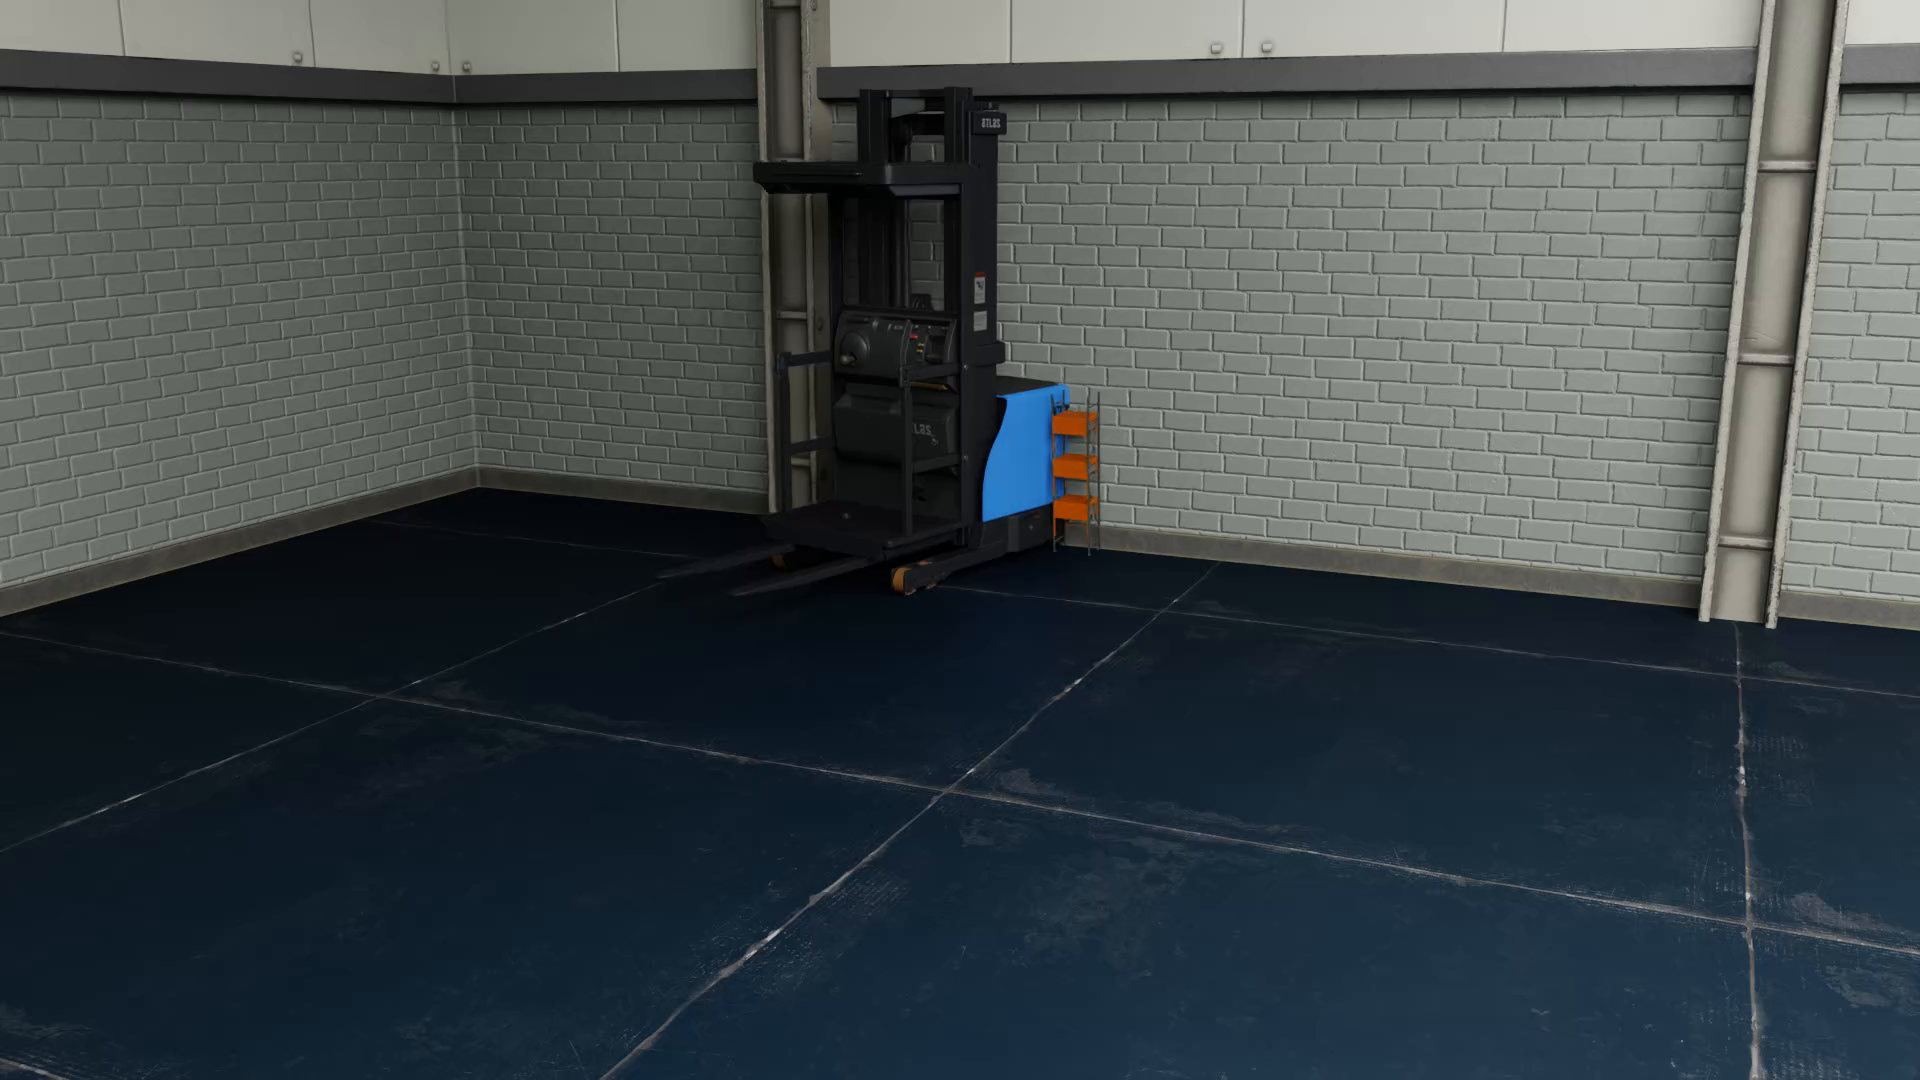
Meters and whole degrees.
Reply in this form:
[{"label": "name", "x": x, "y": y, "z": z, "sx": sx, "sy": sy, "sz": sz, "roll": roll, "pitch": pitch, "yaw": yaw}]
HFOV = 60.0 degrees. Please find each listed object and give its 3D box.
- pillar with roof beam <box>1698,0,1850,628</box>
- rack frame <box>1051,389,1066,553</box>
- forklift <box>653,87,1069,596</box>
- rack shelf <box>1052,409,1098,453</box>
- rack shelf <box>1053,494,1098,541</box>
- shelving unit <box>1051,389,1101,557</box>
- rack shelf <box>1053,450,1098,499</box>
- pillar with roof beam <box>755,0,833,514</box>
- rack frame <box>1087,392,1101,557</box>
[{"label": "pillar with roof beam", "x": 2.639, "y": -3.044, "z": 4.527, "sx": 0.400, "sy": 9.000, "sz": 9.100, "roll": 6, "pitch": 14, "yaw": 23}, {"label": "rack frame", "x": 0.645, "y": -0.448, "z": 10.838, "sx": 0.008, "sy": 1.050, "sz": 0.200, "roll": 7, "pitch": 18, "yaw": 26}, {"label": "forklift", "x": -0.532, "y": -1.229, "z": 10.075, "sx": 1.130, "sy": 2.935, "sz": 3.031, "roll": 10, "pitch": 17, "yaw": 37}, {"label": "rack shelf", "x": 0.746, "y": -0.697, "z": 10.707, "sx": 0.240, "sy": 0.259, "sz": 0.215, "roll": 7, "pitch": 18, "yaw": 26}, {"label": "rack shelf", "x": 0.763, "y": -0.159, "z": 10.865, "sx": 0.240, "sy": 0.259, "sz": 0.215, "roll": 7, "pitch": 18, "yaw": 26}, {"label": "shelving unit", "x": 0.754, "y": -0.435, "z": 10.784, "sx": 0.252, "sy": 1.050, "sz": 0.215, "roll": 7, "pitch": 18, "yaw": 26}, {"label": "rack shelf", "x": 0.755, "y": -0.425, "z": 10.787, "sx": 0.240, "sy": 0.259, "sz": 0.215, "roll": 7, "pitch": 18, "yaw": 26}, {"label": "pillar with roof beam", "x": -2.847, "y": -3.599, "z": 6.893, "sx": 0.400, "sy": 9.000, "sz": 9.100, "roll": 6, "pitch": 14, "yaw": 23}, {"label": "rack frame", "x": 0.863, "y": -0.423, "z": 10.731, "sx": 0.008, "sy": 1.050, "sz": 0.200, "roll": 7, "pitch": 18, "yaw": 26}]
